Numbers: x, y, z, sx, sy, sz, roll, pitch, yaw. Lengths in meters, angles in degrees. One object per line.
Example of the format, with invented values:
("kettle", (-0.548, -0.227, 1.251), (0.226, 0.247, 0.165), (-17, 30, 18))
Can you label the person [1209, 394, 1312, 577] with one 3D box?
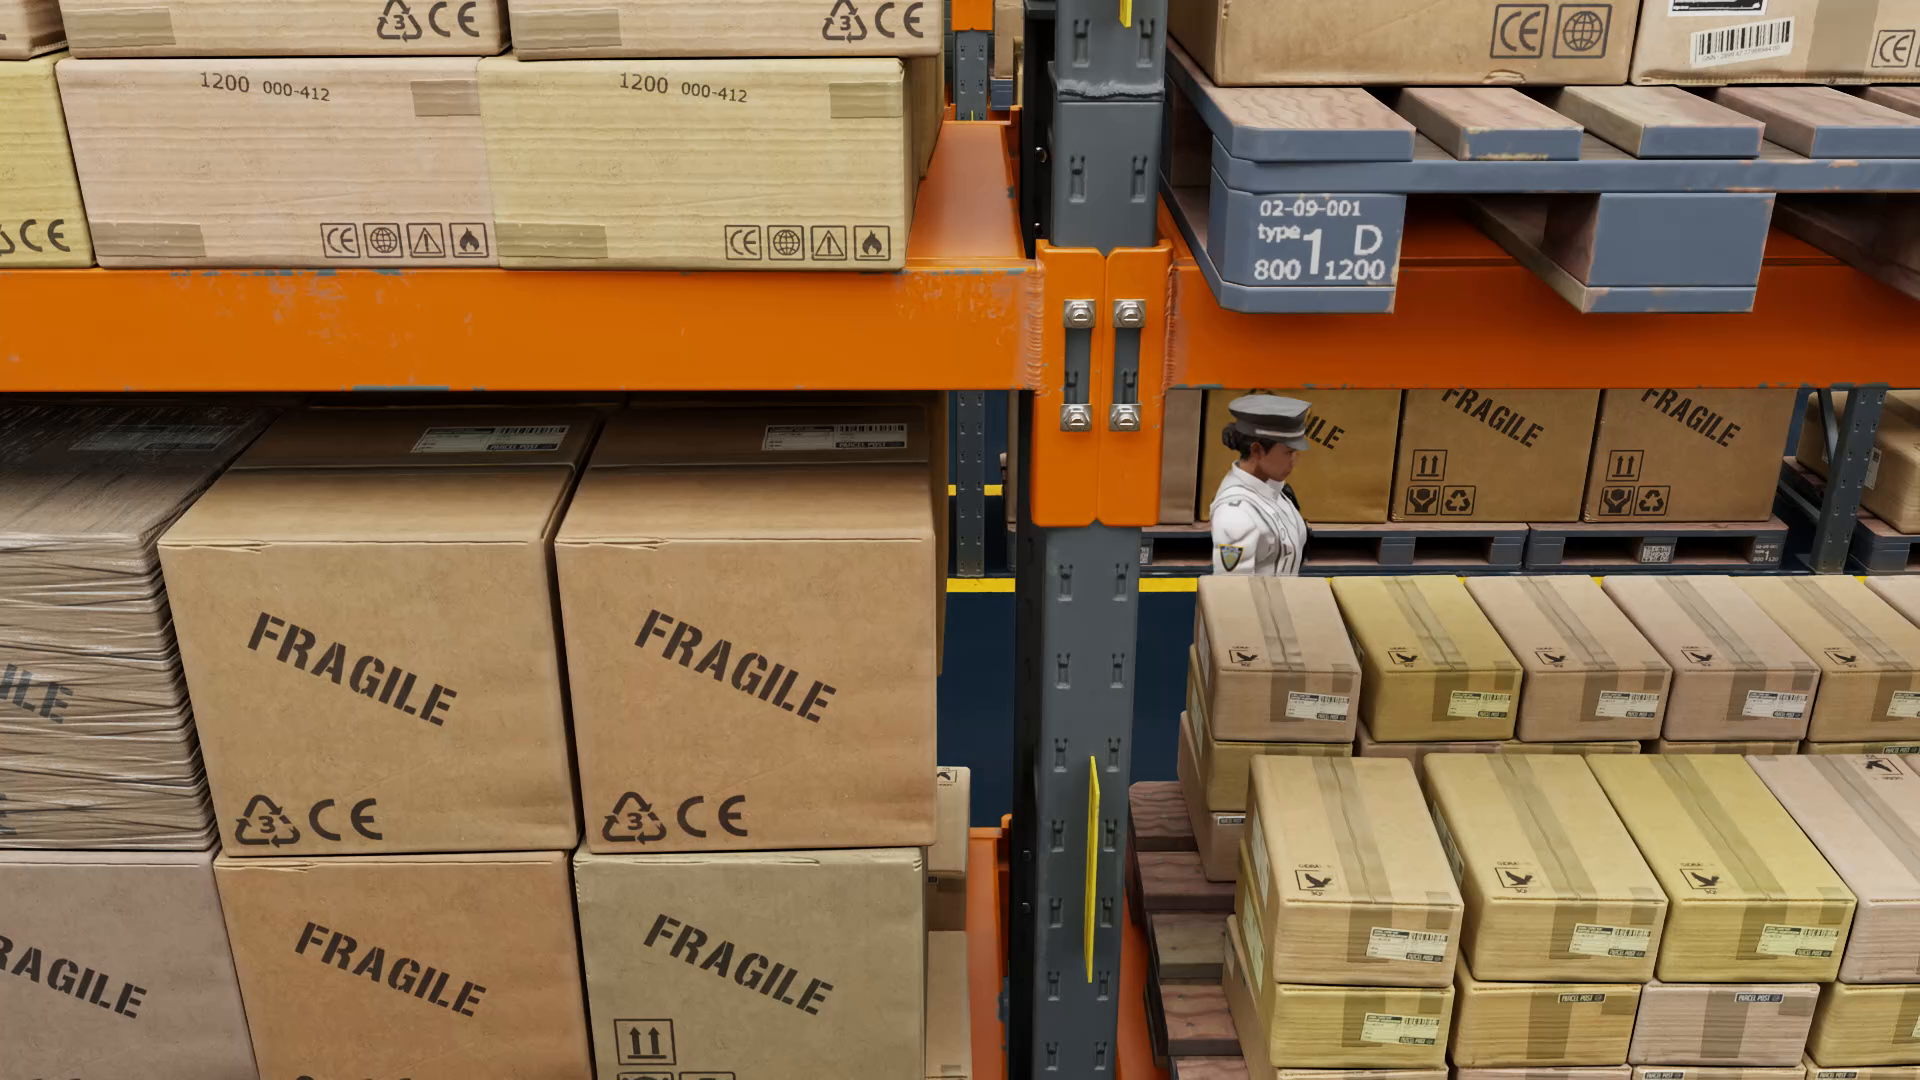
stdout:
("person", (0.963, 0.348, 5.319), (0.413, 1.674, 0.538), (7, 25, 14))
